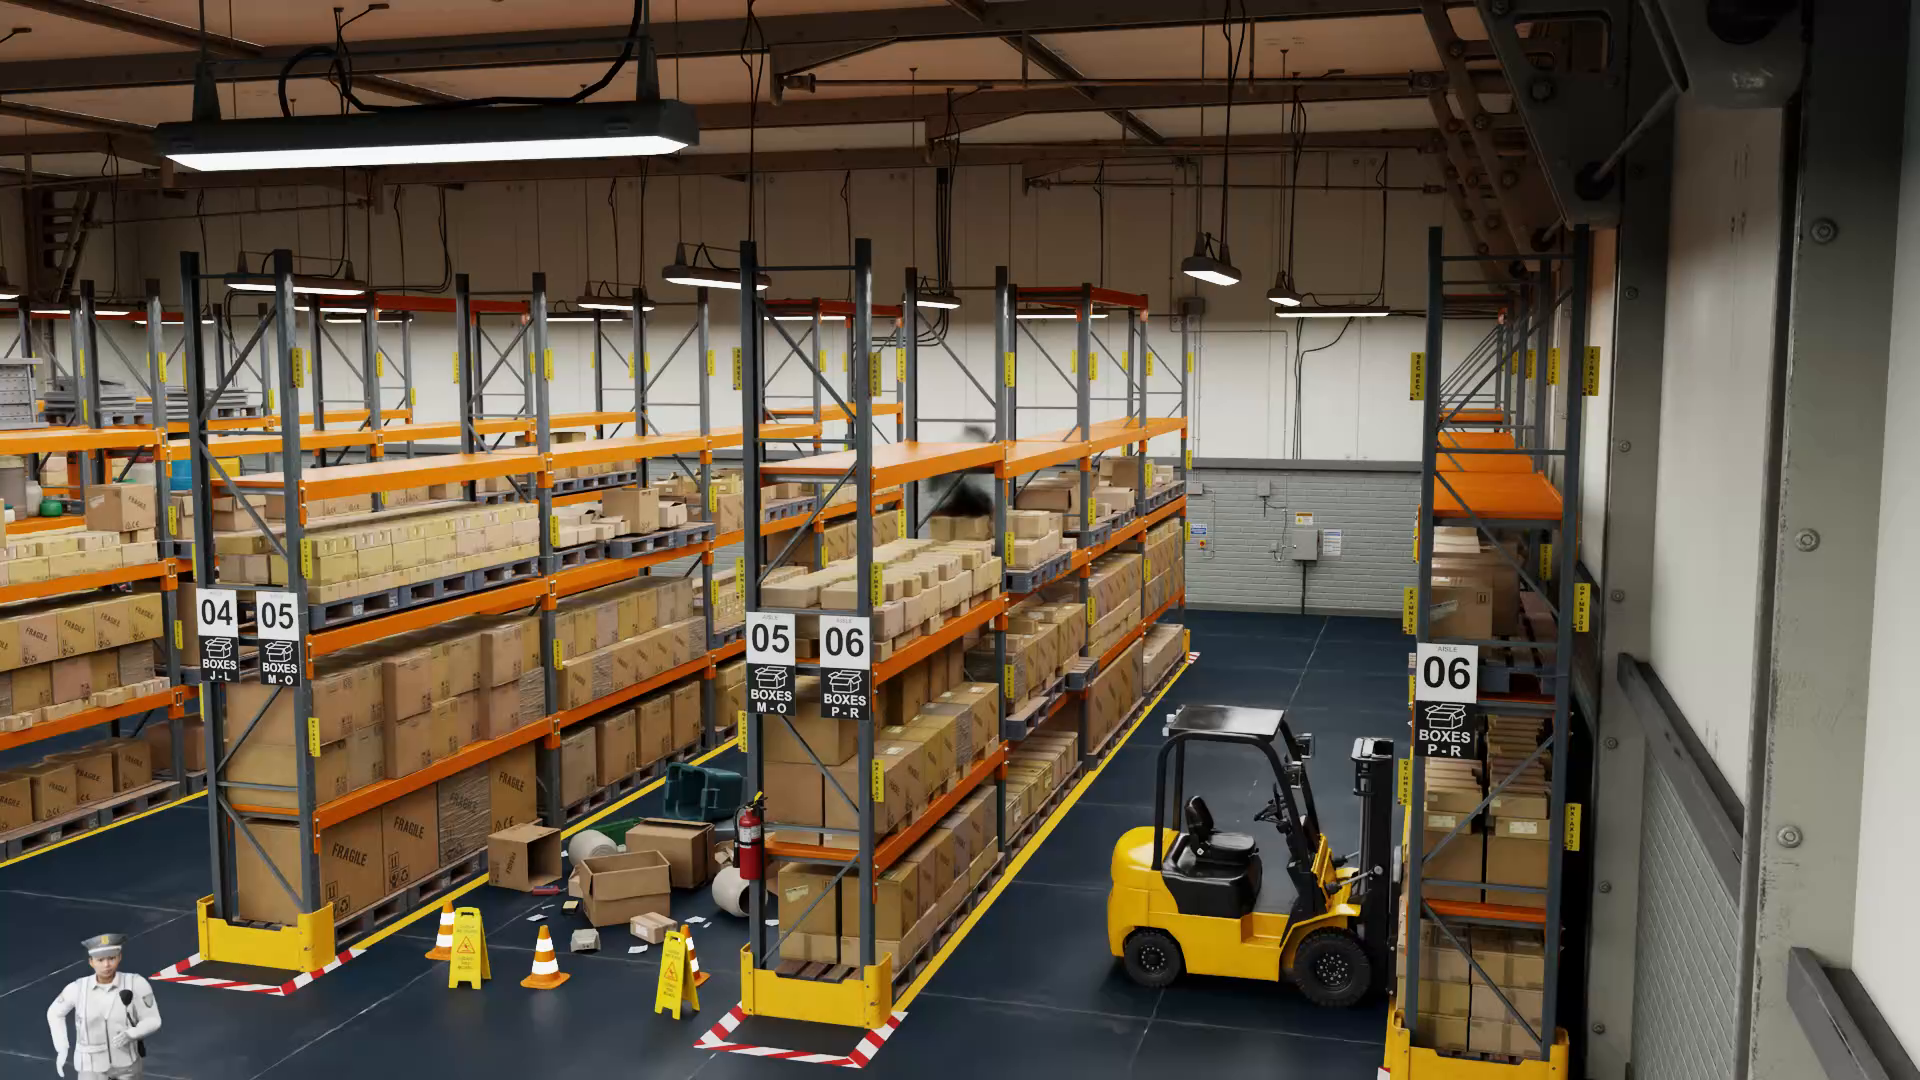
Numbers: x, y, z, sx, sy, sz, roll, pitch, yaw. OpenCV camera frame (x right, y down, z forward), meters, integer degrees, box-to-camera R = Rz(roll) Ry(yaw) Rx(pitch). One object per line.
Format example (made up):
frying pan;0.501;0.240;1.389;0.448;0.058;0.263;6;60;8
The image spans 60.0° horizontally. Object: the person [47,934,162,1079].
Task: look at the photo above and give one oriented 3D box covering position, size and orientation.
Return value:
person;-5.134;3.213;10.036;0.578;1.753;0.740;-4;8;-34
